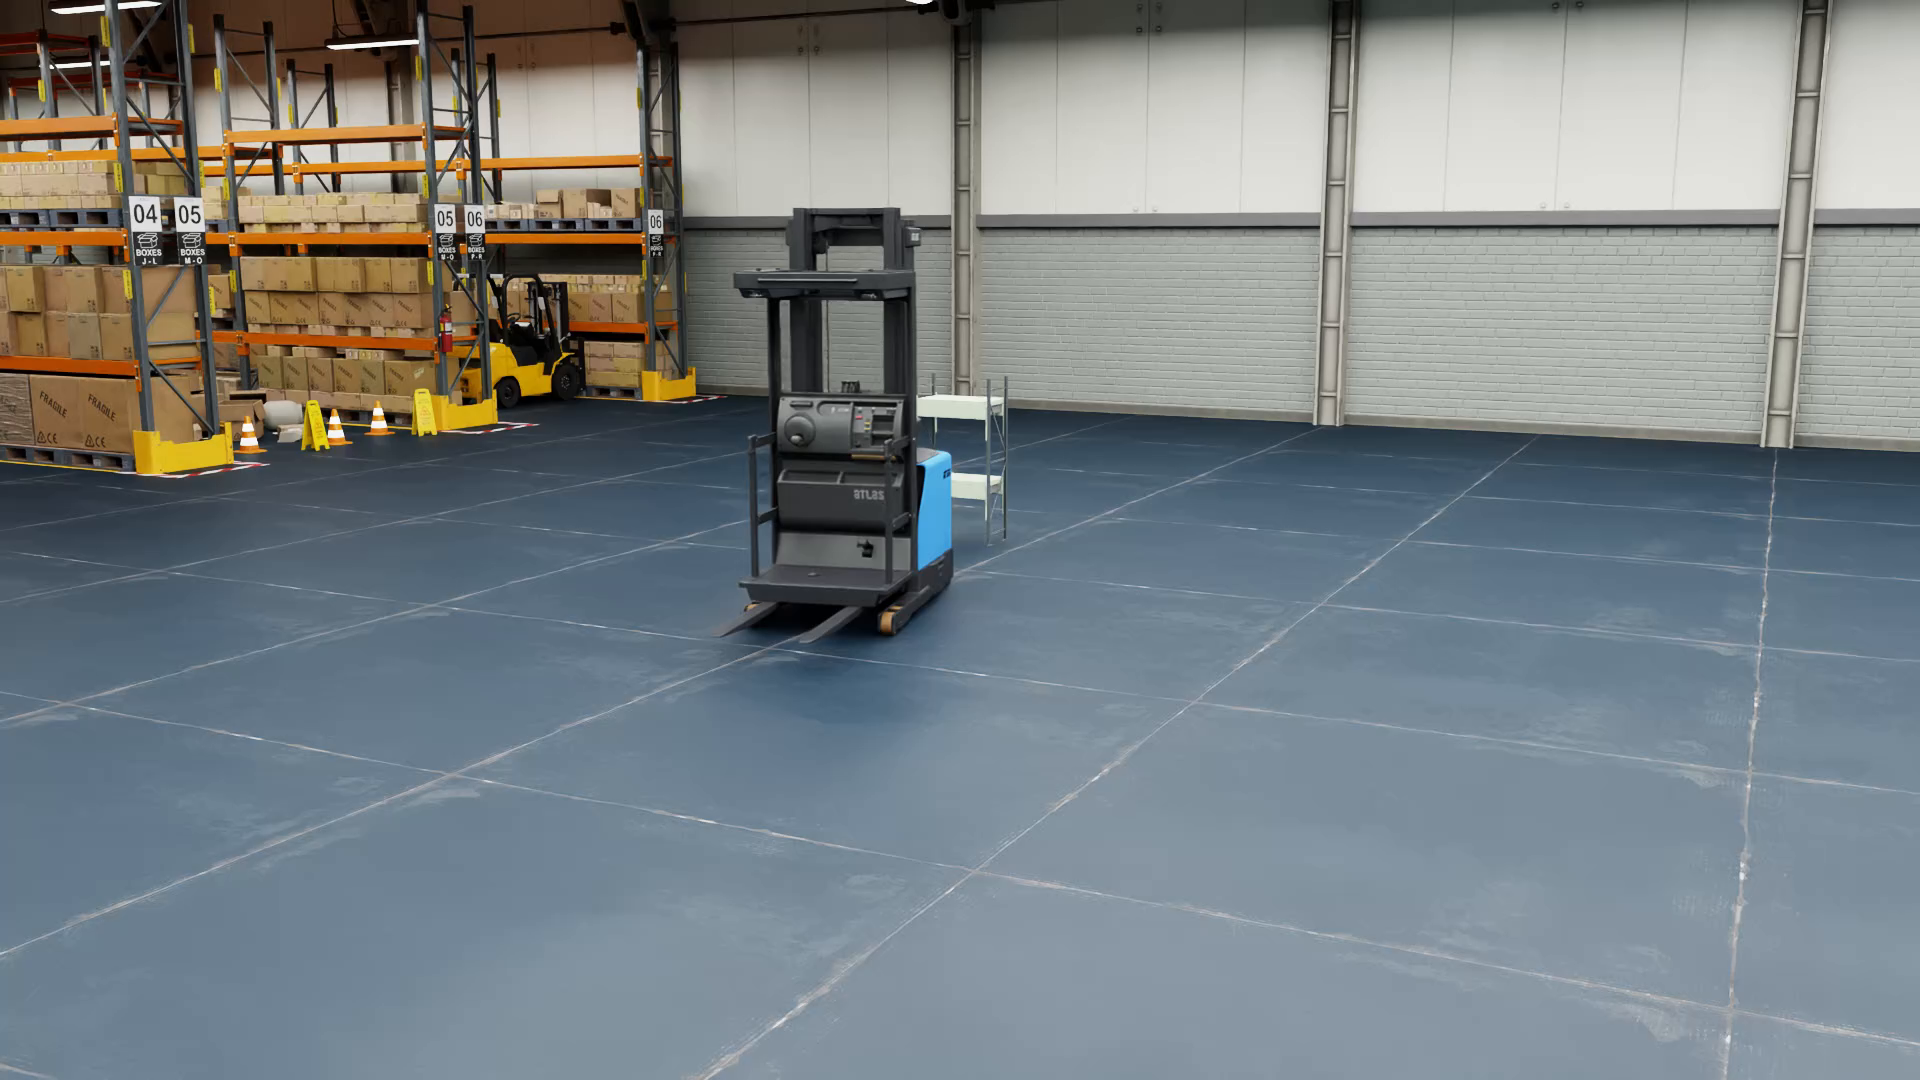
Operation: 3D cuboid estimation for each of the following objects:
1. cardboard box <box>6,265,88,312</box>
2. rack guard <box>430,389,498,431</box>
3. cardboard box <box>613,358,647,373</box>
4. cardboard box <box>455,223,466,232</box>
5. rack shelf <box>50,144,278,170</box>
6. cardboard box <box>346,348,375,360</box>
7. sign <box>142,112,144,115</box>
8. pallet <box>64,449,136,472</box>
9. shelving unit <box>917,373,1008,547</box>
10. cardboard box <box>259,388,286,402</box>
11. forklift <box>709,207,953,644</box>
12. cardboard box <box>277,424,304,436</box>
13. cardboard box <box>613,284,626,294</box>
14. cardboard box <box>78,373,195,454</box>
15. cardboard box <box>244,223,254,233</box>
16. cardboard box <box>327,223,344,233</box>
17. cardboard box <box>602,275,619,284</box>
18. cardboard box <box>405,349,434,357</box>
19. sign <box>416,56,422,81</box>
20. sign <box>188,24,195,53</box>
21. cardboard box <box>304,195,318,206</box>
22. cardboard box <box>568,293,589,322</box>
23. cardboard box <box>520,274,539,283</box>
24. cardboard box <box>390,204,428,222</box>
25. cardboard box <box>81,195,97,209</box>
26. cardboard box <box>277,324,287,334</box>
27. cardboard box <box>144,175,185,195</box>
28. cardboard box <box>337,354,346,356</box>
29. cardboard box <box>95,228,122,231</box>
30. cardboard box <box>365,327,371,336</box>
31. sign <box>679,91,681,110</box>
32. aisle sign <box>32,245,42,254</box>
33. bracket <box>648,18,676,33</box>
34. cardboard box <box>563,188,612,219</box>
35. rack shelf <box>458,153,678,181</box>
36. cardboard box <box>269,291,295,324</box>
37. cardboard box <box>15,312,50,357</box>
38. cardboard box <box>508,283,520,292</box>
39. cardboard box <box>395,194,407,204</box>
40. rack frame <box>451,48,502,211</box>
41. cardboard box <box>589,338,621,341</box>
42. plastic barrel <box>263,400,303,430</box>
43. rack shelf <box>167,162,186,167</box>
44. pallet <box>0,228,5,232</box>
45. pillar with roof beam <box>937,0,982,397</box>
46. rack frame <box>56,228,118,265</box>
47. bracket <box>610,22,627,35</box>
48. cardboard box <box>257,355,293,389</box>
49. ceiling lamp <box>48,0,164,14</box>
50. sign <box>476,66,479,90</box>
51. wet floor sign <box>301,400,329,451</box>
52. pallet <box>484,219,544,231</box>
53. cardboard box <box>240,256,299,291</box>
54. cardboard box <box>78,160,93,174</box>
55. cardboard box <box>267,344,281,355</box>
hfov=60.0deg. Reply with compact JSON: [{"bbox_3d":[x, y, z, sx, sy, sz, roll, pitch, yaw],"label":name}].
[{"bbox_3d":[-11.173,-3.105,20.513,0.500,0.550,0.875,5,11,26],"label":"cardboard box"},{"bbox_3d":[-7.317,-1.924,24.456,0.348,0.500,1.175,5,11,26],"label":"rack guard"},{"bbox_3d":[-5.631,-3.029,28.682,0.500,0.250,0.500,5,11,25],"label":"cardboard box"},{"bbox_3d":[-7.403,-4.578,24.387,0.250,0.149,0.380,5,11,26],"label":"cardboard box"},{"bbox_3d":[-12.630,-6.022,26.379,4.000,0.370,1.077,5,11,26],"label":"rack shelf"},{"bbox_3d":[-8.901,-2.771,24.731,0.250,0.149,0.380,6,12,28],"label":"cardboard box"},{"bbox_3d":[-16.074,-8.252,32.712,0.005,0.325,0.100,5,11,26],"label":"sign"},{"bbox_3d":[-10.100,-1.028,20.316,1.213,0.211,1.003,5,11,26],"label":"pallet"},{"bbox_3d":[0.006,-0.737,15.094,0.755,1.500,0.431,5,11,26],"label":"shelving unit"},{"bbox_3d":[-10.426,-2.227,25.655,0.500,0.250,0.500,4,11,23],"label":"cardboard box"},{"bbox_3d":[-0.908,-0.855,11.722,1.130,2.935,3.031,3,11,14],"label":"forklift"},{"bbox_3d":[-9.318,-1.526,23.242,0.380,0.149,0.250,-7,12,-33],"label":"cardboard box"},{"bbox_3d":[-5.733,-4.307,28.505,0.250,0.149,0.380,5,12,27],"label":"cardboard box"},{"bbox_3d":[-9.986,-1.553,20.177,0.875,0.875,0.875,5,11,26],"label":"cardboard box"},{"bbox_3d":[-10.663,-4.751,25.342,0.250,0.149,0.380,5,11,25],"label":"cardboard box"},{"bbox_3d":[-9.090,-4.598,24.494,0.250,0.149,0.380,5,11,25],"label":"cardboard box"},{"bbox_3d":[-5.952,-4.481,28.629,0.250,0.149,0.380,5,12,27],"label":"cardboard box"},{"bbox_3d":[-9.809,-3.396,31.060,0.625,0.625,0.875,5,11,25],"label":"cardboard box"},{"bbox_3d":[-7.513,-6.550,23.088,0.005,0.325,0.100,5,11,26],"label":"sign"},{"bbox_3d":[-9.097,-5.927,19.644,0.005,0.325,0.100,5,11,26],"label":"sign"},{"bbox_3d":[-9.506,-5.037,24.683,0.250,0.149,0.380,5,11,25],"label":"cardboard box"},{"bbox_3d":[-6.534,-4.070,29.013,0.500,0.500,0.500,5,11,25],"label":"cardboard box"},{"bbox_3d":[-7.551,-4.621,29.401,0.250,0.149,0.380,5,11,25],"label":"cardboard box"},{"bbox_3d":[-7.827,-4.694,23.905,0.500,0.250,0.500,5,11,25],"label":"cardboard box"},{"bbox_3d":[-10.022,-3.950,19.454,0.250,0.149,0.380,5,11,26],"label":"cardboard box"},{"bbox_3d":[-10.194,-3.236,25.392,0.250,0.149,0.380,5,11,26],"label":"cardboard box"},{"bbox_3d":[-9.668,-4.233,19.899,0.500,0.250,0.500,5,11,26],"label":"cardboard box"},{"bbox_3d":[-9.272,-2.602,25.621,0.500,0.500,0.500,6,12,29],"label":"cardboard box"},{"bbox_3d":[-13.578,-5.227,26.986,0.500,0.500,0.700,5,11,26],"label":"cardboard box"},{"bbox_3d":[-8.587,-3.104,24.661,0.250,0.149,0.380,5,11,27],"label":"cardboard box"},{"bbox_3d":[-4.805,-7.519,28.438,0.005,0.325,0.100,5,11,26],"label":"sign"},{"bbox_3d":[-19.596,-6.439,35.088,0.004,0.787,0.394,5,11,26],"label":"aisle sign"},{"bbox_3d":[-5.067,-8.774,28.332,0.430,0.232,0.235,5,11,26],"label":"bracket"},{"bbox_3d":[-6.435,-5.815,28.772,0.500,0.500,0.700,5,11,26],"label":"cardboard box"},{"bbox_3d":[-6.850,-6.500,29.019,4.000,0.370,1.077,5,11,26],"label":"rack shelf"},{"bbox_3d":[-10.104,-3.544,25.271,0.500,0.500,0.500,5,11,26],"label":"cardboard box"},{"bbox_3d":[-11.145,-2.584,20.666,0.500,0.550,0.875,5,11,26],"label":"cardboard box"},{"bbox_3d":[-7.806,-4.490,29.513,0.250,0.149,0.380,5,12,27],"label":"cardboard box"},{"bbox_3d":[-7.897,-4.899,23.918,0.250,0.149,0.380,5,12,27],"label":"cardboard box"},{"bbox_3d":[-8.643,-7.208,29.790,0.127,3.000,1.000,5,11,26],"label":"rack frame"},{"bbox_3d":[-6.297,-3.435,29.519,0.500,0.250,0.500,5,11,25],"label":"cardboard box"},{"bbox_3d":[-9.771,-1.801,23.994,0.512,0.421,0.421,-4,11,-23],"label":"plastic barrel"},{"bbox_3d":[-17.611,-7.641,34.208,4.000,0.370,1.077,5,11,26],"label":"rack shelf"},{"bbox_3d":[-16.028,-5.291,28.151,1.213,0.211,1.003,6,12,28],"label":"pallet"},{"bbox_3d":[-1.806,-5.931,22.735,0.548,9.000,9.100,5,11,26],"label":"pillar with roof beam"},{"bbox_3d":[-14.423,-3.778,27.684,0.127,3.000,1.000,5,11,26],"label":"rack frame"},{"bbox_3d":[-5.811,-8.839,28.694,0.430,0.232,0.235,5,11,26],"label":"bracket"},{"bbox_3d":[-10.426,-2.596,25.588,0.500,0.500,0.500,6,12,29],"label":"cardboard box"},{"bbox_3d":[-11.682,-8.928,22.902,2.000,3.185,0.800,5,11,26],"label":"ceiling lamp"},{"bbox_3d":[-7.009,-6.685,24.055,0.005,0.325,0.100,5,11,26],"label":"sign"},{"bbox_3d":[-8.447,-1.505,21.733,0.232,0.644,0.267,3,11,16],"label":"wet floor sign"},{"bbox_3d":[-7.867,-5.625,29.716,1.213,0.211,1.003,5,11,26],"label":"pallet"},{"bbox_3d":[-10.537,-4.081,25.435,0.500,0.500,0.700,5,11,25],"label":"cardboard box"},{"bbox_3d":[-10.024,-4.342,19.384,0.250,0.149,0.380,5,11,26],"label":"cardboard box"},{"bbox_3d":[-13.149,-3.588,32.473,0.500,0.500,0.500,5,11,25],"label":"cardboard box"}]
